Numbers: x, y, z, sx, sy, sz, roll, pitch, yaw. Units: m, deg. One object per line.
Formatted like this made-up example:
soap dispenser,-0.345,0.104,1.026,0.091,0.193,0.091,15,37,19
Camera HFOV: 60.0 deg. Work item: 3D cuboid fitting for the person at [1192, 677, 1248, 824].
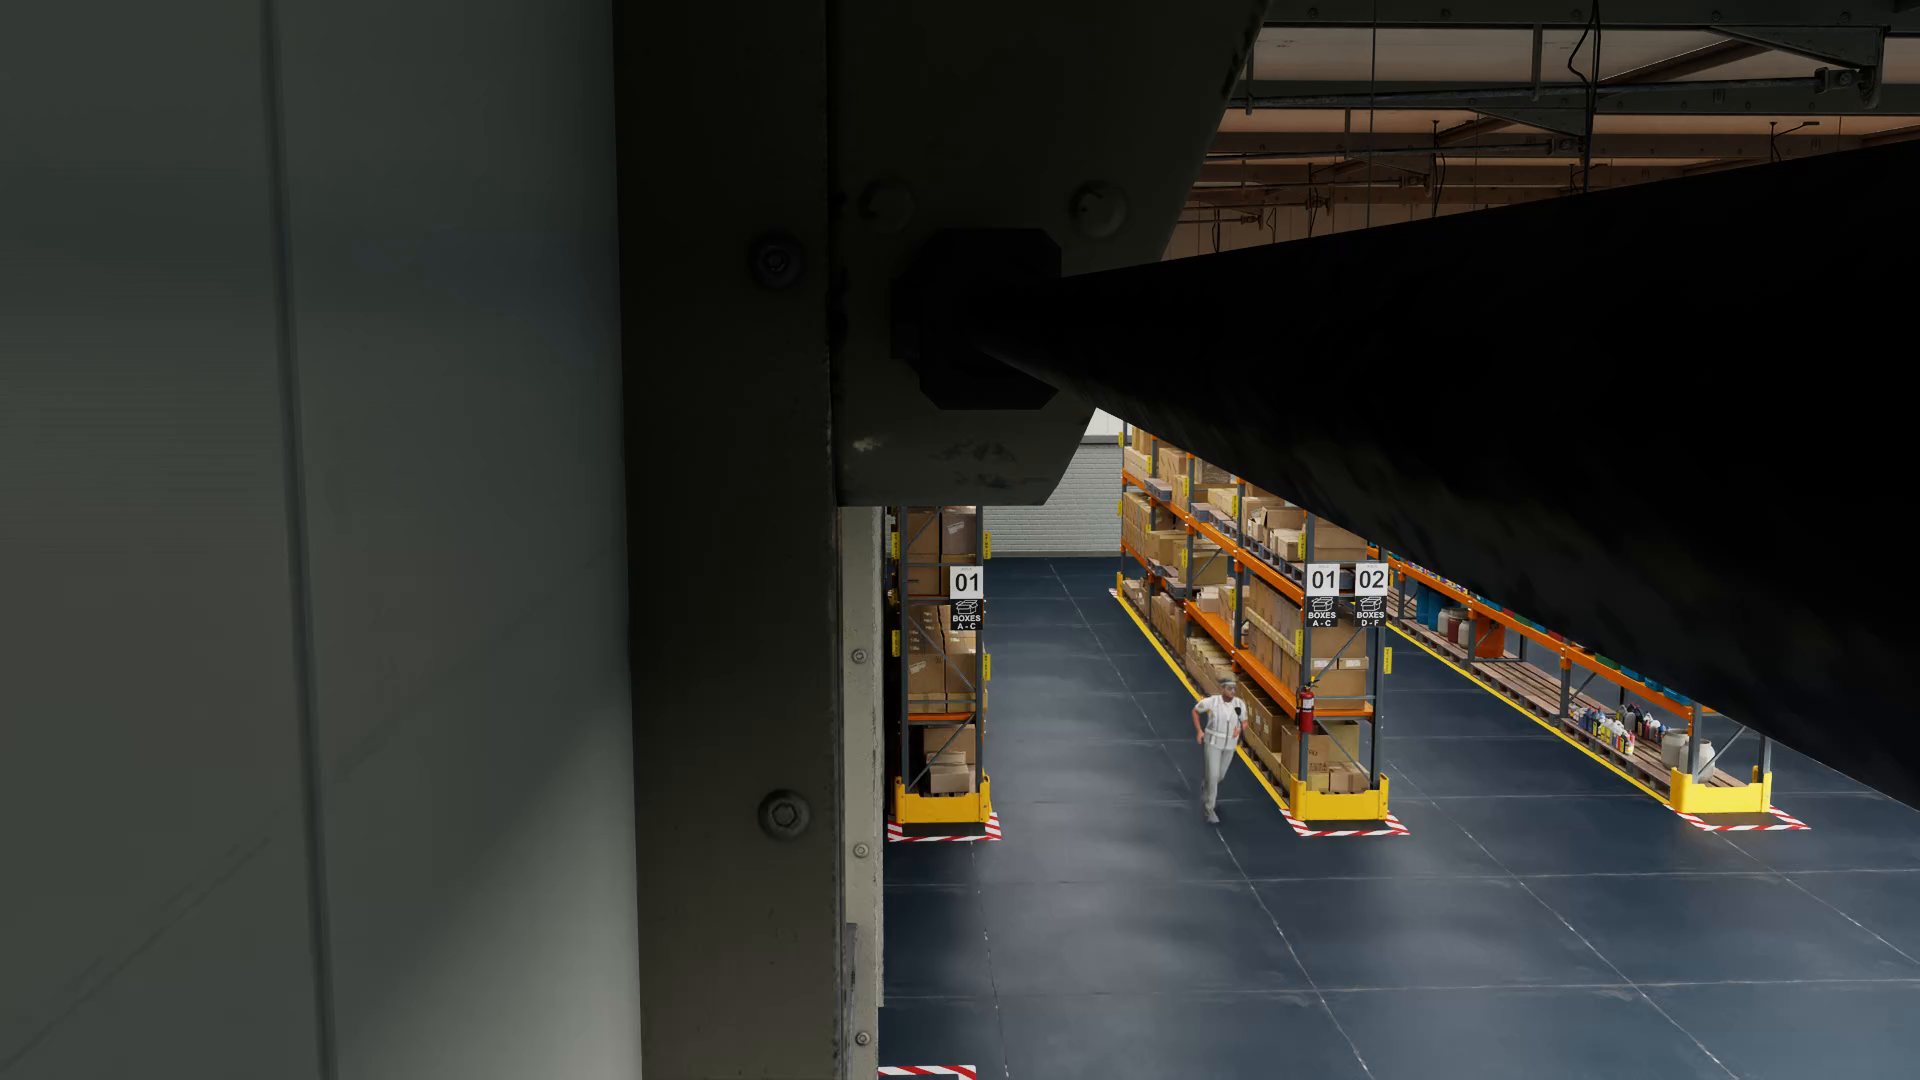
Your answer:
person,3.271,2.566,20.819,0.686,1.792,0.921,-2,8,-11
